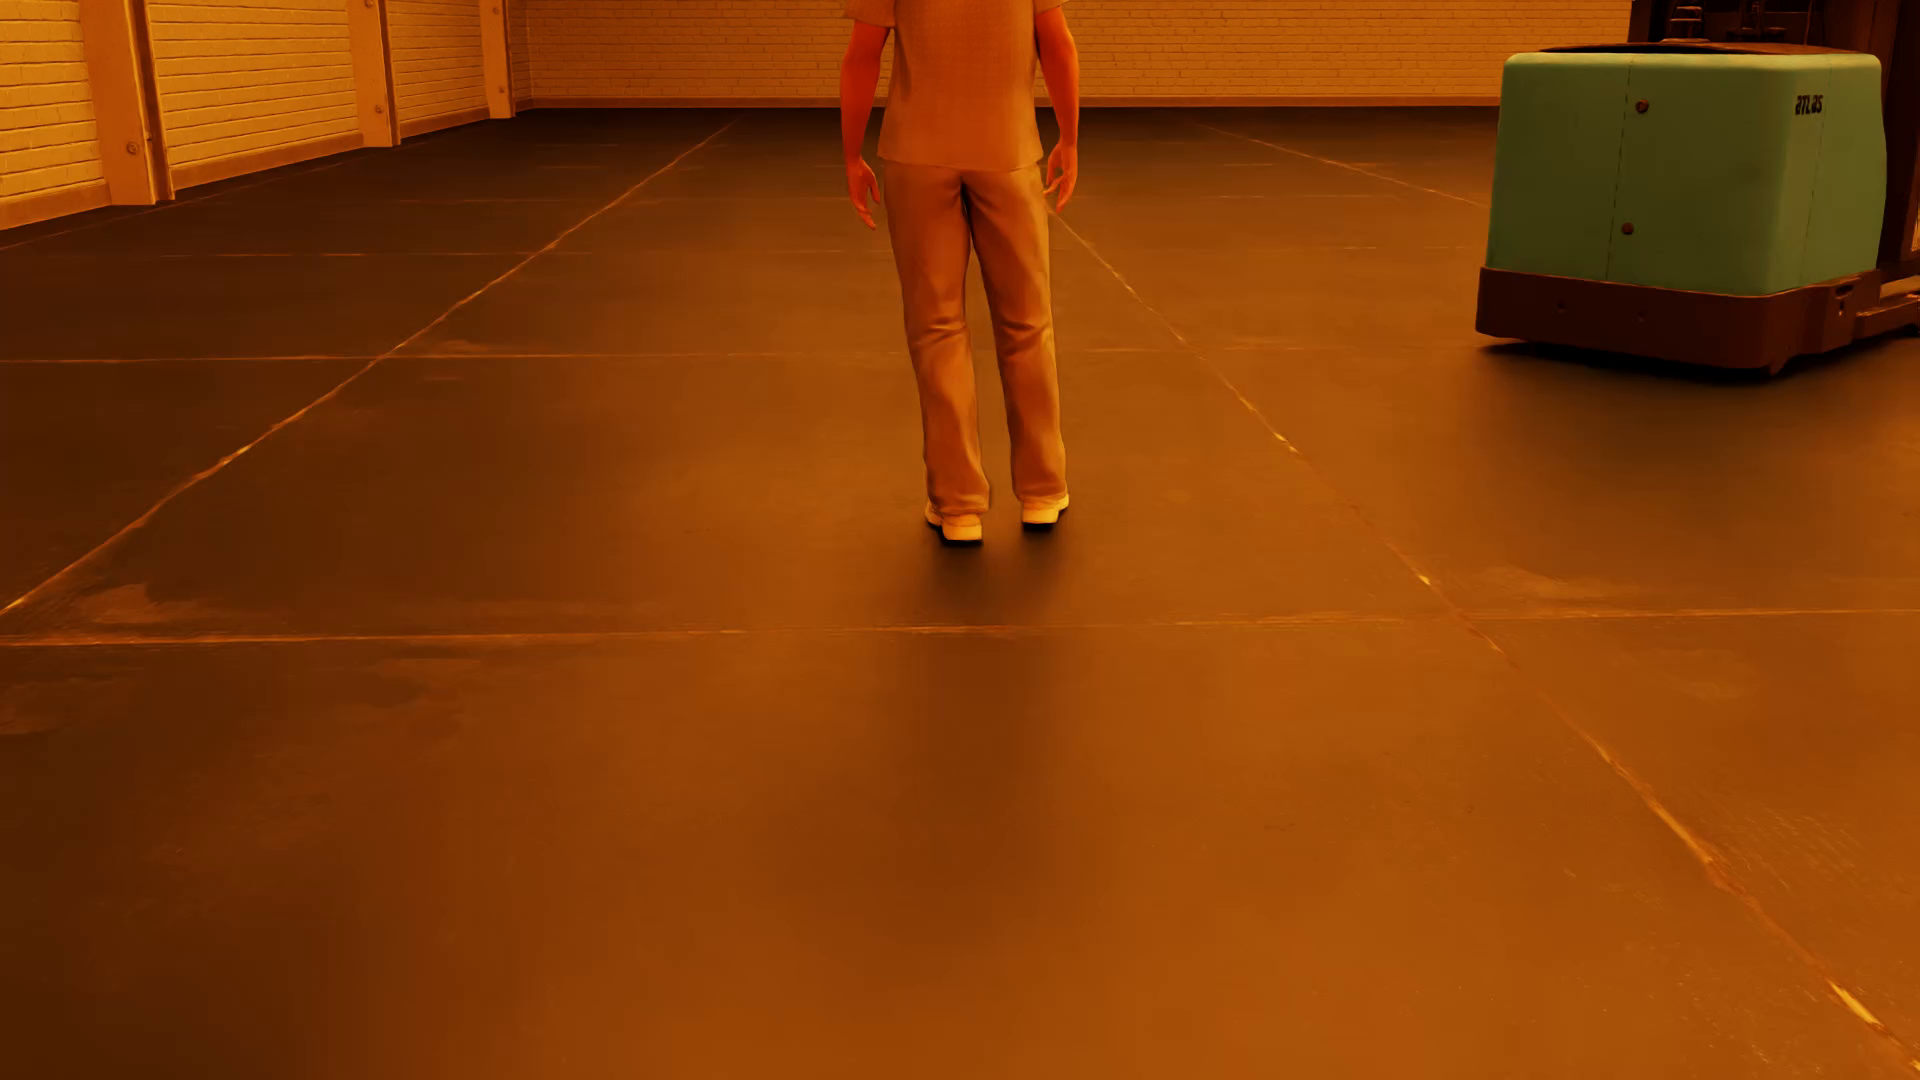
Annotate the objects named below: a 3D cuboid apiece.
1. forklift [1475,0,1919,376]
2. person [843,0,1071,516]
[{"bbox_3d":[3.355,-2.303,6.434,3.031,2.935,1.130,-15,23,-40],"label":"forklift"},{"bbox_3d":[0.007,-0.730,3.726,0.517,1.361,0.395,-1,17,-3],"label":"person"}]
